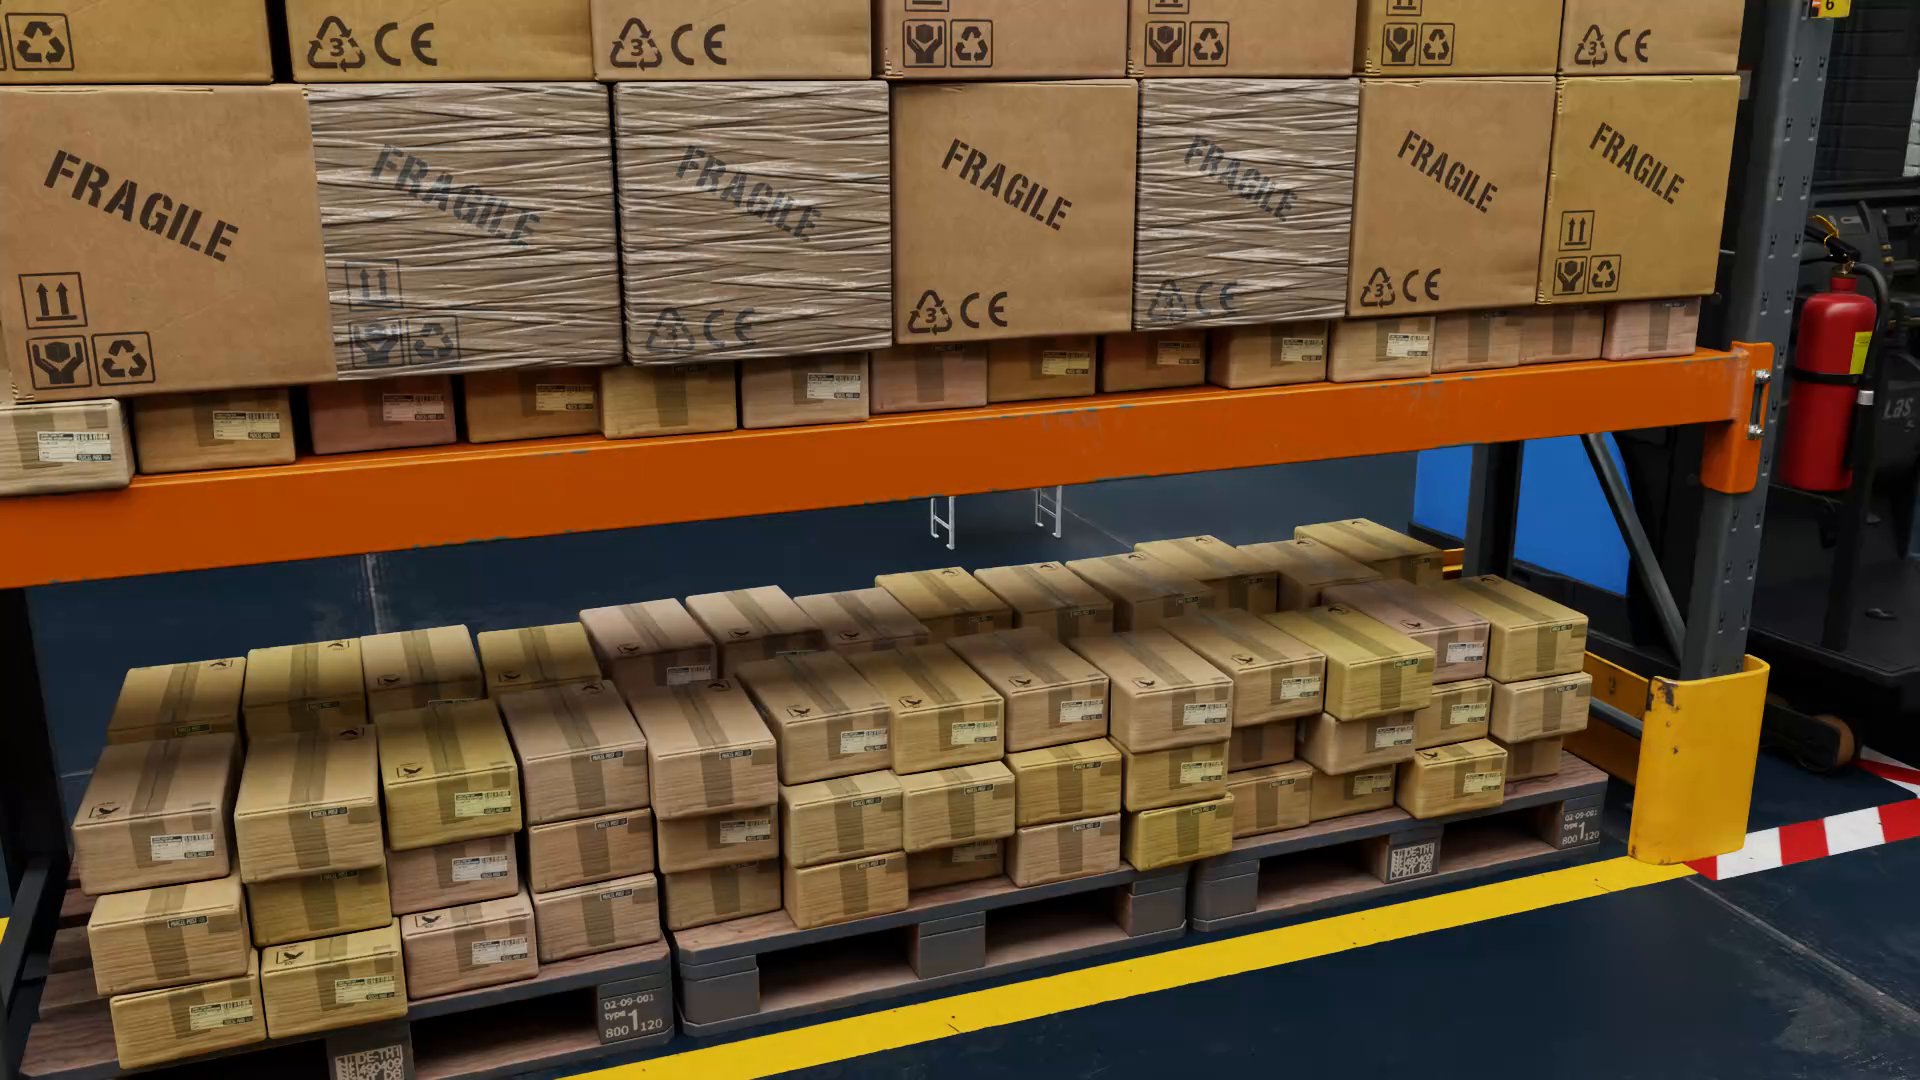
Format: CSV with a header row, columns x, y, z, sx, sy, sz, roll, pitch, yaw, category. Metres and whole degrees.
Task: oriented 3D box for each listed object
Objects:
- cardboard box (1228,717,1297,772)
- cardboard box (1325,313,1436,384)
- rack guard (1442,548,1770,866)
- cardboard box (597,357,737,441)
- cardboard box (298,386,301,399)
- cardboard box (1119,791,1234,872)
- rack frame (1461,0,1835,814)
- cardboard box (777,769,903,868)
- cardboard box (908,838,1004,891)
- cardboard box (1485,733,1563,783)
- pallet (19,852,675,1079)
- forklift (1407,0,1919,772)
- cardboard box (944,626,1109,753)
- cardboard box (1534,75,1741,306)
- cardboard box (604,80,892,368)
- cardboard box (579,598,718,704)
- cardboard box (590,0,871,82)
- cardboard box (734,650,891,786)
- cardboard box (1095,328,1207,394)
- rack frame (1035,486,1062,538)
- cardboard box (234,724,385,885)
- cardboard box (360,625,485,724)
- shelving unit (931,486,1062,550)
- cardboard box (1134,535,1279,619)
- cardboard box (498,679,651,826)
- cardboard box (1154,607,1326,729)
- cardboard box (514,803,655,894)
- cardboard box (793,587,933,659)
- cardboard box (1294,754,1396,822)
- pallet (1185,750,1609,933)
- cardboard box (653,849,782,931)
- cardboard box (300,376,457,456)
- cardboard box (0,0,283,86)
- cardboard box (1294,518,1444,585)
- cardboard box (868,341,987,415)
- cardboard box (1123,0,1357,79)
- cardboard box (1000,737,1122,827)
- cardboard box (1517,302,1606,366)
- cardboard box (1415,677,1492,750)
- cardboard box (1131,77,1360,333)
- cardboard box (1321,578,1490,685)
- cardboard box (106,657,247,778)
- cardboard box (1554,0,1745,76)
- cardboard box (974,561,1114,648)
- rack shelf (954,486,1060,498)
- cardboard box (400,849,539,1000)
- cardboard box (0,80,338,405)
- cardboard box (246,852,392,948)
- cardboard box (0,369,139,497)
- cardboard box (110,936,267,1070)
x,y,z,sx,sy,sz,roll,pitch,yaw,category
0.622,0.426,4.109,0.250,0.149,0.380,-6,18,-21,cardboard box
0.878,-0.474,3.836,0.250,0.149,0.380,-6,17,-19,cardboard box
1.714,0.429,4.752,0.348,0.500,1.175,-6,17,-20,rack guard
-0.608,-0.317,3.302,0.250,0.149,0.380,-6,17,-19,cardboard box
-1.565,-0.400,3.582,0.250,0.149,0.380,-7,18,-22,cardboard box
0.445,0.623,3.968,0.250,0.149,0.380,-7,18,-23,cardboard box
1.785,-0.778,4.426,0.127,3.000,1.000,-6,17,-20,rack frame
-0.301,0.556,3.667,0.250,0.149,0.380,-6,18,-20,cardboard box
-0.080,0.651,3.872,0.250,0.149,0.380,-6,17,-19,cardboard box
1.369,0.496,4.401,0.250,0.149,0.380,-6,17,-19,cardboard box
-1.335,0.886,3.707,1.213,0.211,1.003,-6,17,-20,pallet
2.811,-0.879,4.889,1.130,2.935,3.031,-8,18,-26,forklift
0.149,0.341,3.873,0.250,0.149,0.380,-7,18,-22,cardboard box
1.458,-0.856,3.985,0.500,0.500,0.500,-6,17,-19,cardboard box
-0.454,-0.643,3.257,0.500,0.500,0.500,-7,18,-21,cardboard box
-0.766,0.281,4.076,0.250,0.149,0.380,-7,18,-23,cardboard box
-0.481,-1.126,3.129,0.500,0.500,0.500,-6,17,-19,cardboard box
-0.330,0.389,3.708,0.250,0.149,0.380,-7,18,-22,cardboard box
0.348,-0.444,3.732,0.250,0.149,0.380,-7,18,-22,cardboard box
0.382,-0.617,7.070,0.015,1.200,0.240,-6,17,-20,rack frame
-1.276,0.513,3.285,0.250,0.149,0.380,-5,17,-17,cardboard box
-1.256,0.338,3.881,0.250,0.149,0.380,-6,18,-21,cardboard box
0.155,-0.592,6.986,0.503,1.200,0.258,-6,17,-20,shelving unit
0.679,0.117,4.635,0.250,0.149,0.380,-6,17,-20,cardboard box
-0.822,0.443,3.526,0.250,0.149,0.380,-7,18,-22,cardboard box
0.666,0.302,4.006,0.250,0.149,0.380,-7,18,-22,cardboard box
-0.825,0.586,3.564,0.250,0.149,0.380,-7,18,-23,cardboard box
-0.248,0.254,4.167,0.250,0.149,0.380,-6,17,-20,cardboard box
0.887,0.552,4.208,0.250,0.149,0.380,-6,17,-20,cardboard box
0.943,0.640,4.545,1.213,0.211,1.003,-6,17,-20,pallet
-0.575,0.698,3.711,0.250,0.149,0.380,-7,18,-22,cardboard box
-1.123,-0.283,3.186,0.250,0.149,0.380,-7,18,-23,cardboard box
-1.441,-1.027,2.792,0.500,0.500,0.500,-6,17,-19,cardboard box
1.175,0.066,4.809,0.250,0.149,0.380,-7,18,-23,cardboard box
-0.122,-0.382,3.521,0.250,0.149,0.380,-5,17,-18,cardboard box
0.492,-1.231,3.488,0.500,0.500,0.500,-5,17,-17,cardboard box
0.185,0.503,3.849,0.250,0.149,0.380,-5,17,-17,cardboard box
1.336,-0.536,4.044,0.250,0.149,0.380,-6,17,-20,cardboard box
1.131,0.386,4.248,0.250,0.149,0.380,-7,18,-21,cardboard box
0.505,-0.752,3.630,0.500,0.500,0.500,-6,17,-20,cardboard box
1.127,0.233,4.241,0.250,0.149,0.380,-6,17,-19,cardboard box
-1.711,0.401,3.666,0.250,0.149,0.380,-6,17,-18,cardboard box
1.447,-1.337,3.849,0.500,0.500,0.500,-7,18,-21,cardboard box
0.215,0.189,4.389,0.250,0.149,0.380,-5,17,-18,cardboard box
0.155,-0.301,7.072,0.480,0.148,0.258,-6,17,-20,rack shelf
-1.033,0.773,3.455,0.250,0.149,0.380,-6,17,-20,cardboard box
-1.397,-0.550,2.941,0.500,0.500,0.500,-6,18,-21,cardboard box
-1.293,0.647,3.358,0.250,0.149,0.380,-6,17,-20,cardboard box
-1.568,-0.197,2.892,0.250,0.149,0.380,-5,17,-18,cardboard box
-1.495,0.839,3.232,0.250,0.149,0.380,-7,18,-22,cardboard box
